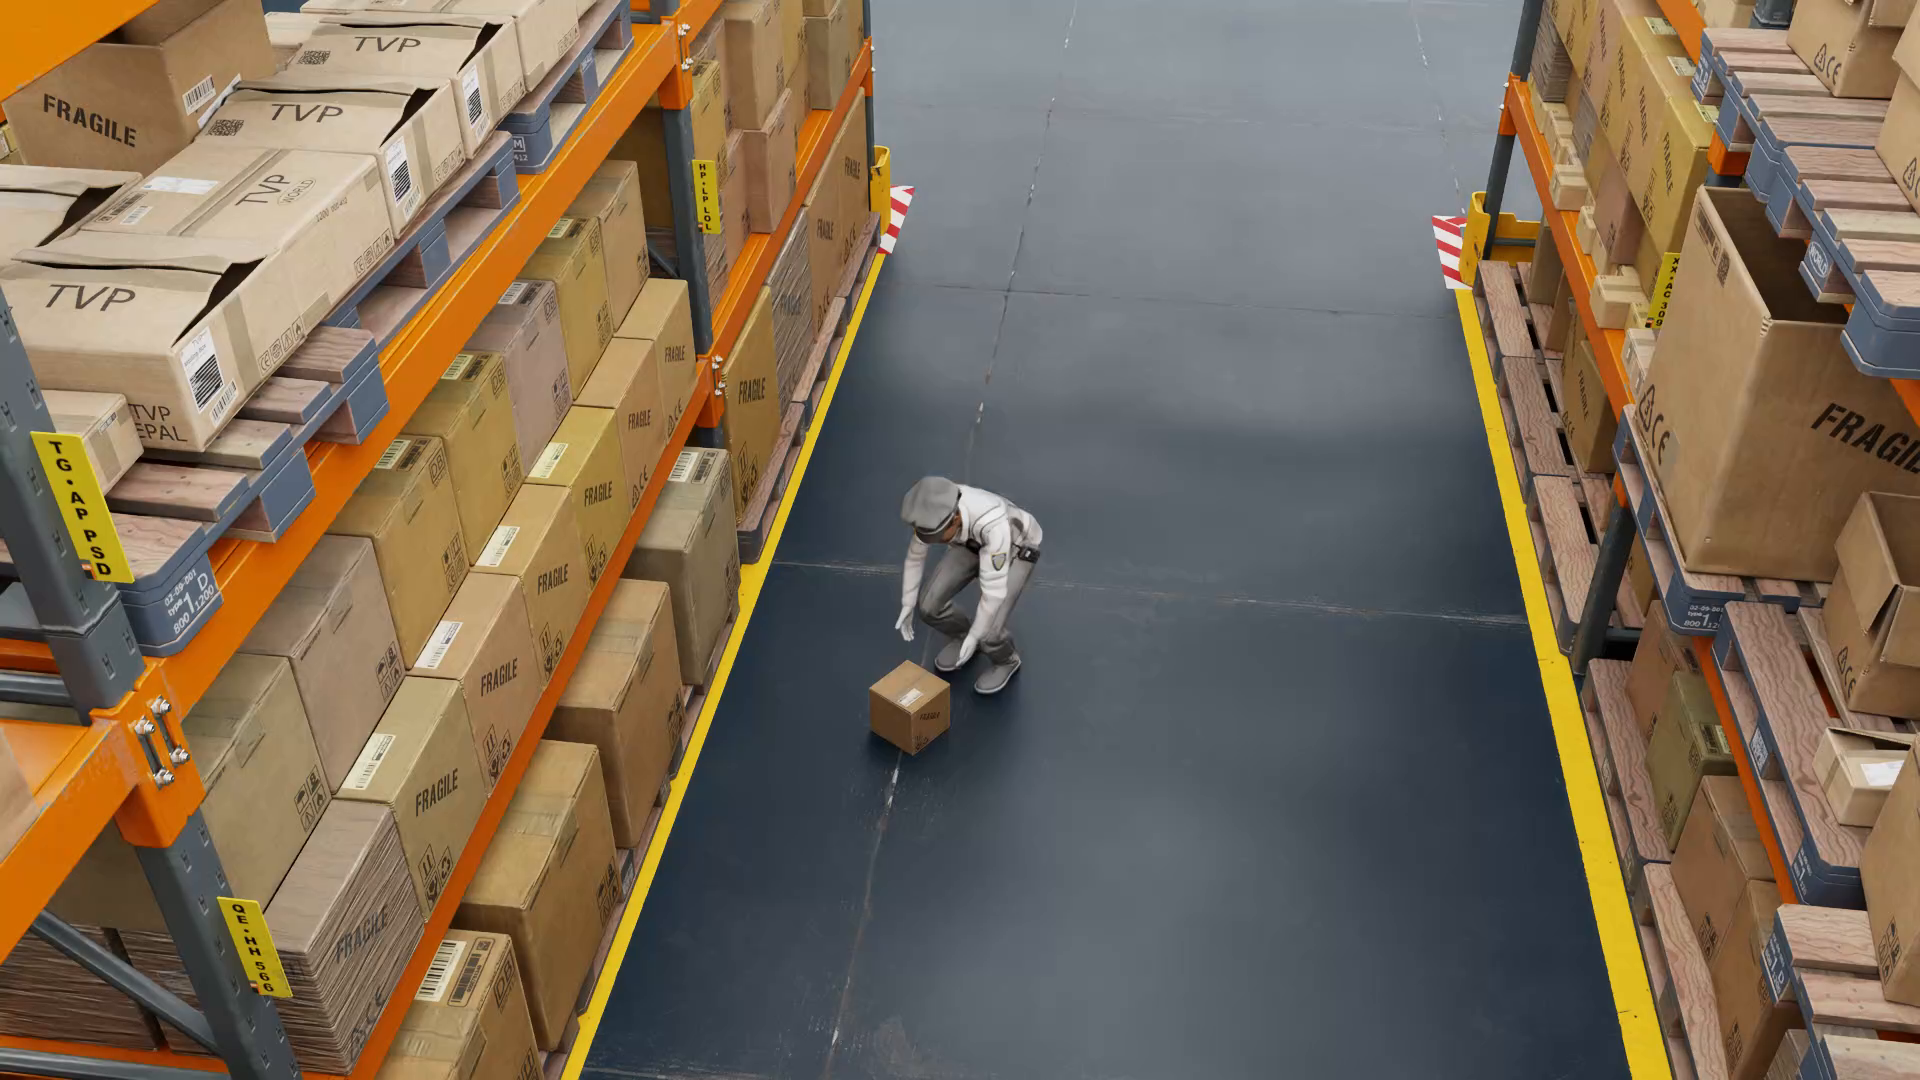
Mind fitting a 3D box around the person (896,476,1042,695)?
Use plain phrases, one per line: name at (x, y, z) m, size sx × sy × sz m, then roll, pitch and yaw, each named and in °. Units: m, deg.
person at (0.053, 0.156, 7.217) m, size 0.526 × 1.207 × 0.787 m, roll 27°, pitch 44°, yaw 31°
